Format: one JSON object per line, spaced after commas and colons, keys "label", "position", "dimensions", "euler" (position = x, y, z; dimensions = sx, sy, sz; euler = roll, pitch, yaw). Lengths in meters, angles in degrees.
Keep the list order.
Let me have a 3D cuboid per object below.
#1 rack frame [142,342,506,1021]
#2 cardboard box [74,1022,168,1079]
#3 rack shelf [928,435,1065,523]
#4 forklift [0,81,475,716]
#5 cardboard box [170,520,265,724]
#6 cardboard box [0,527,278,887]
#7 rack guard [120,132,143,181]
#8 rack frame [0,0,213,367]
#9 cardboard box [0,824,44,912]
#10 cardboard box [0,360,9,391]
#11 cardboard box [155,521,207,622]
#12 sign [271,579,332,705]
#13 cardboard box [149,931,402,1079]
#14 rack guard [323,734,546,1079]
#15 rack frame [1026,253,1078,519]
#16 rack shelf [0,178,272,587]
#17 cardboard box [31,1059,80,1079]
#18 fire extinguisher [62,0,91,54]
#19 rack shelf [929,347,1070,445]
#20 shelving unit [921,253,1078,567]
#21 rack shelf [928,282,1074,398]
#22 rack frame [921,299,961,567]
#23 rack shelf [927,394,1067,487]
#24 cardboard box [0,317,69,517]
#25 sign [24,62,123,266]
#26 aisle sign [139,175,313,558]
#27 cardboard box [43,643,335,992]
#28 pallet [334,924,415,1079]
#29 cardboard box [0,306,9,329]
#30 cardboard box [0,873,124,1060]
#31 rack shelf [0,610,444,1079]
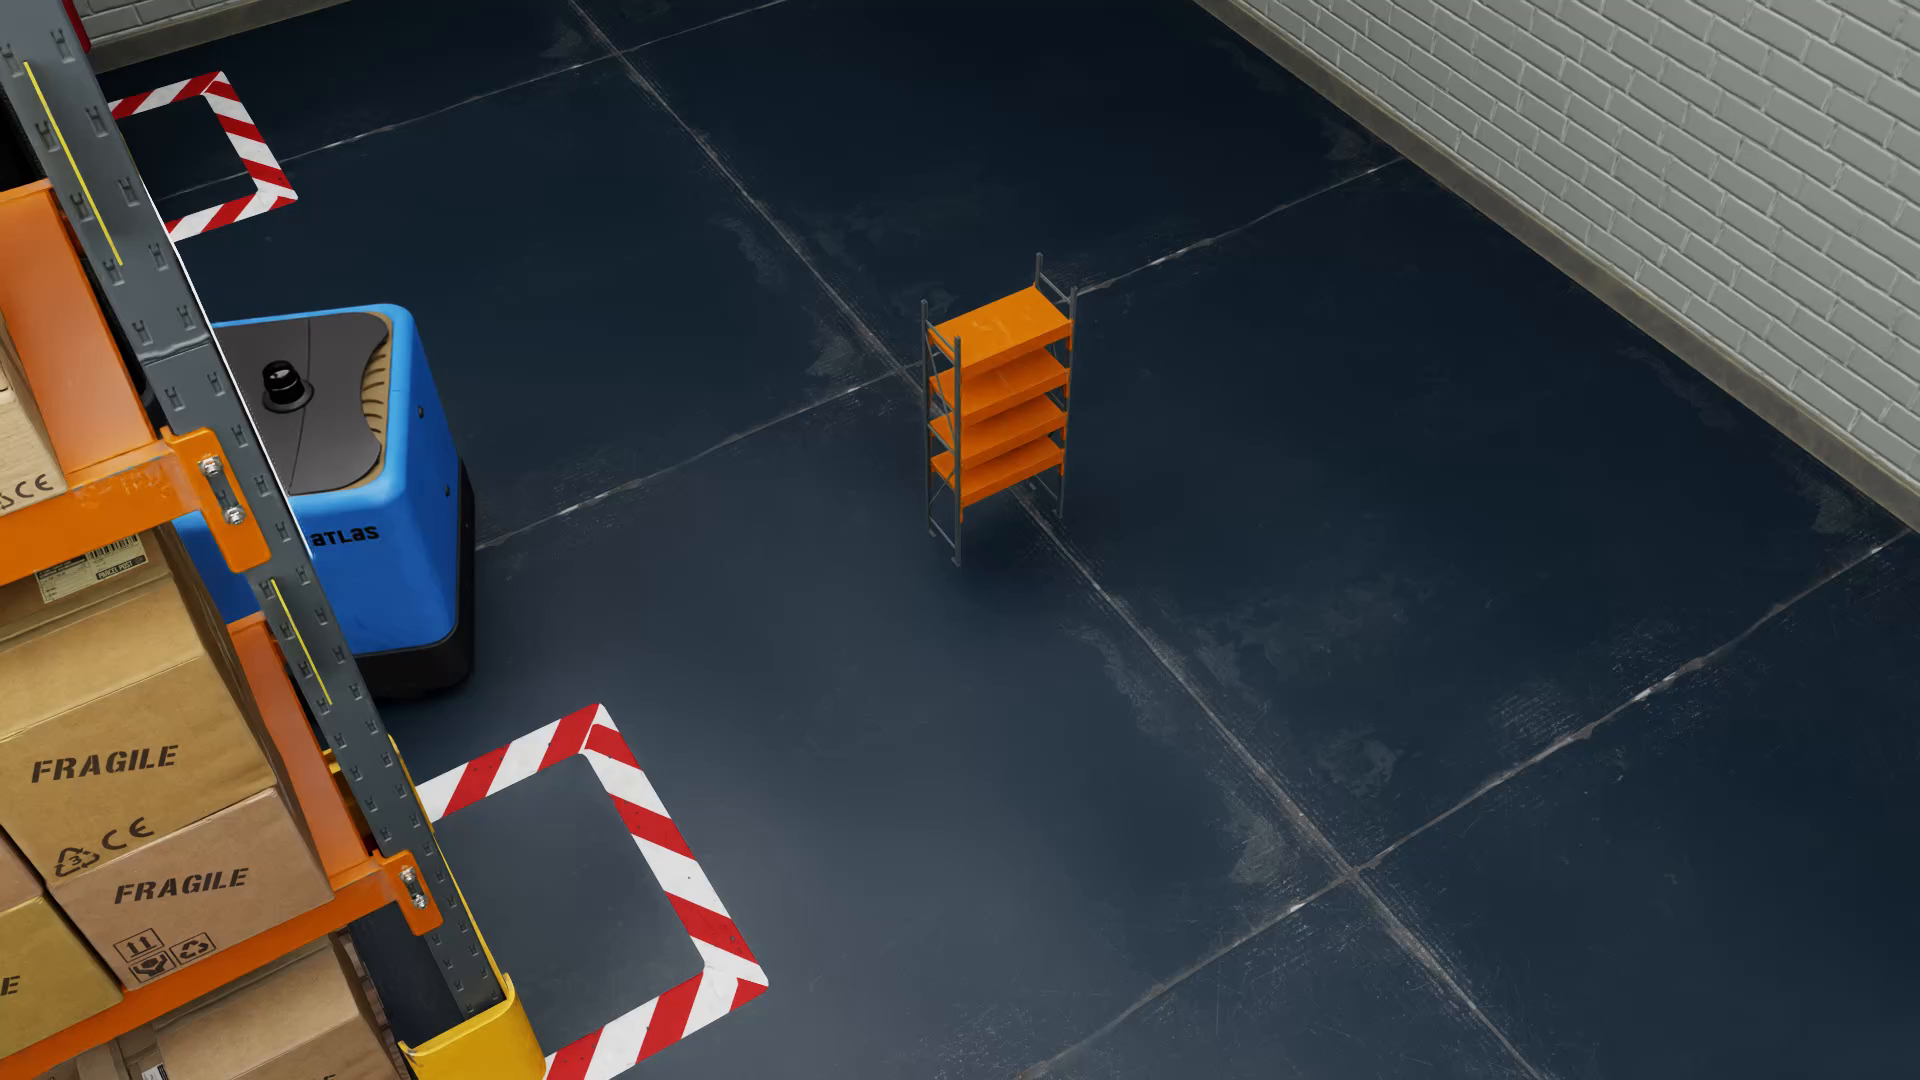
{"label": "rack frame", "position": [-1.666, 0.350, 4.375], "dimensions": [0.127, 3.000, 1.000], "euler": [-25, 53, -21]}
{"label": "cardboard box", "position": [-2.384, 1.623, 4.844], "dimensions": [0.250, 0.166, 0.380], "euler": [-25, 53, -21]}
{"label": "rack shelf", "position": [0.140, -0.288, 6.504], "dimensions": [0.480, 0.148, 0.258], "euler": [-25, 53, -21]}
{"label": "forklift", "position": [-3.380, -0.576, 5.246], "dimensions": [3.031, 2.935, 1.130], "euler": [-8, 49, -7]}
{"label": "cardboard box", "position": [-2.181, 0.327, 4.329], "dimensions": [0.500, 0.500, 0.500], "euler": [-24, 53, -20]}
{"label": "cardboard box", "position": [-1.895, 0.335, 3.652], "dimensions": [0.500, 0.500, 0.500], "euler": [-26, 53, -21]}
{"label": "rack guard", "position": [-4.292, -1.956, 8.102], "dimensions": [0.348, 0.500, 1.175], "euler": [-25, 53, -21]}
{"label": "rack frame", "position": [-1.666, -1.645, 2.135], "dimensions": [0.127, 3.000, 1.000], "euler": [-25, 53, -21]}
{"label": "cardboard box", "position": [-2.322, 0.537, 3.472], "dimensions": [0.500, 0.500, 0.500], "euler": [-24, 53, -20]}
{"label": "cardboard box", "position": [-1.964, -0.398, 2.799], "dimensions": [0.500, 0.250, 0.500], "euler": [-25, 53, -21]}
{"label": "cardboard box", "position": [-2.181, -0.006, 3.955], "dimensions": [0.500, 0.500, 0.500], "euler": [-24, 52, -20]}
{"label": "sign", "position": [-1.386, 0.218, 3.505], "dimensions": [0.005, 0.325, 0.100], "euler": [-25, 53, -21]}
{"label": "cardboard box", "position": [-1.994, 1.407, 4.813], "dimensions": [0.500, 0.500, 0.500], "euler": [-25, 53, -21]}
{"label": "rack guard", "position": [-1.730, 1.211, 5.282], "dimensions": [0.348, 0.500, 1.175], "euler": [-25, 53, -21]}
{"label": "rack frame", "position": [0.346, -0.562, 6.393], "dimensions": [0.015, 1.200, 0.240], "euler": [-25, 53, -21]}
{"label": "rack shelf", "position": [-3.357, 0.388, 2.814], "dimensions": [4.000, 0.370, 1.077], "euler": [-25, 53, -21]}
{"label": "cardboard box", "position": [-2.700, 1.355, 5.027], "dimensions": [0.500, 0.250, 0.500], "euler": [-25, 53, -21]}
{"label": "fire extinguisher", "position": [-3.938, -2.396, 7.122], "dimensions": [0.183, 0.674, 0.296], "euler": [-25, 53, -21]}
{"label": "rack shelf", "position": [0.140, -0.569, 6.189], "dimensions": [0.480, 0.148, 0.258], "euler": [-25, 53, -21]}
{"label": "shelving unit", "position": [0.140, -0.465, 6.306], "dimensions": [0.503, 1.200, 0.258], "euler": [-25, 53, -21]}
{"label": "rack shelf", "position": [0.140, -0.726, 6.013], "dimensions": [0.480, 0.148, 0.258], "euler": [-25, 53, -21]}
{"label": "rack frame", "position": [-0.066, -0.368, 6.219], "dimensions": [0.015, 1.200, 0.240], "euler": [-25, 53, -21]}
{"label": "rack shelf", "position": [0.140, -0.420, 6.356], "dimensions": [0.480, 0.148, 0.258], "euler": [-25, 53, -21]}
{"label": "cardboard box", "position": [-1.959, -0.227, 2.980], "dimensions": [0.500, 0.250, 0.500], "euler": [-25, 53, -21]}
{"label": "sign", "position": [-1.386, -0.584, 2.605], "dimensions": [0.005, 0.325, 0.100], "euler": [-25, 53, -21]}
{"label": "aisle sign", "position": [-1.444, -0.348, 3.256], "dimensions": [0.004, 0.787, 0.394], "euler": [-25, 53, -21]}
{"label": "cardboard box", "position": [-1.899, 0.667, 4.026], "dimensions": [0.500, 0.500, 0.500], "euler": [-24, 52, -20]}
{"label": "pallet", "position": [-2.404, 1.626, 5.106], "dimensions": [1.213, 0.211, 1.003], "euler": [-25, 53, -21]}
{"label": "cardboard box", "position": [-2.236, -0.554, 3.272], "dimensions": [0.500, 0.250, 0.500], "euler": [-25, 53, -21]}
{"label": "cardboard box", "position": [-2.336, 0.876, 3.840], "dimensions": [0.500, 0.500, 0.500], "euler": [-25, 53, -20]}
{"label": "rack shelf", "position": [-3.357, 1.386, 3.934], "dimensions": [4.000, 0.370, 1.077], "euler": [-25, 53, -21]}
